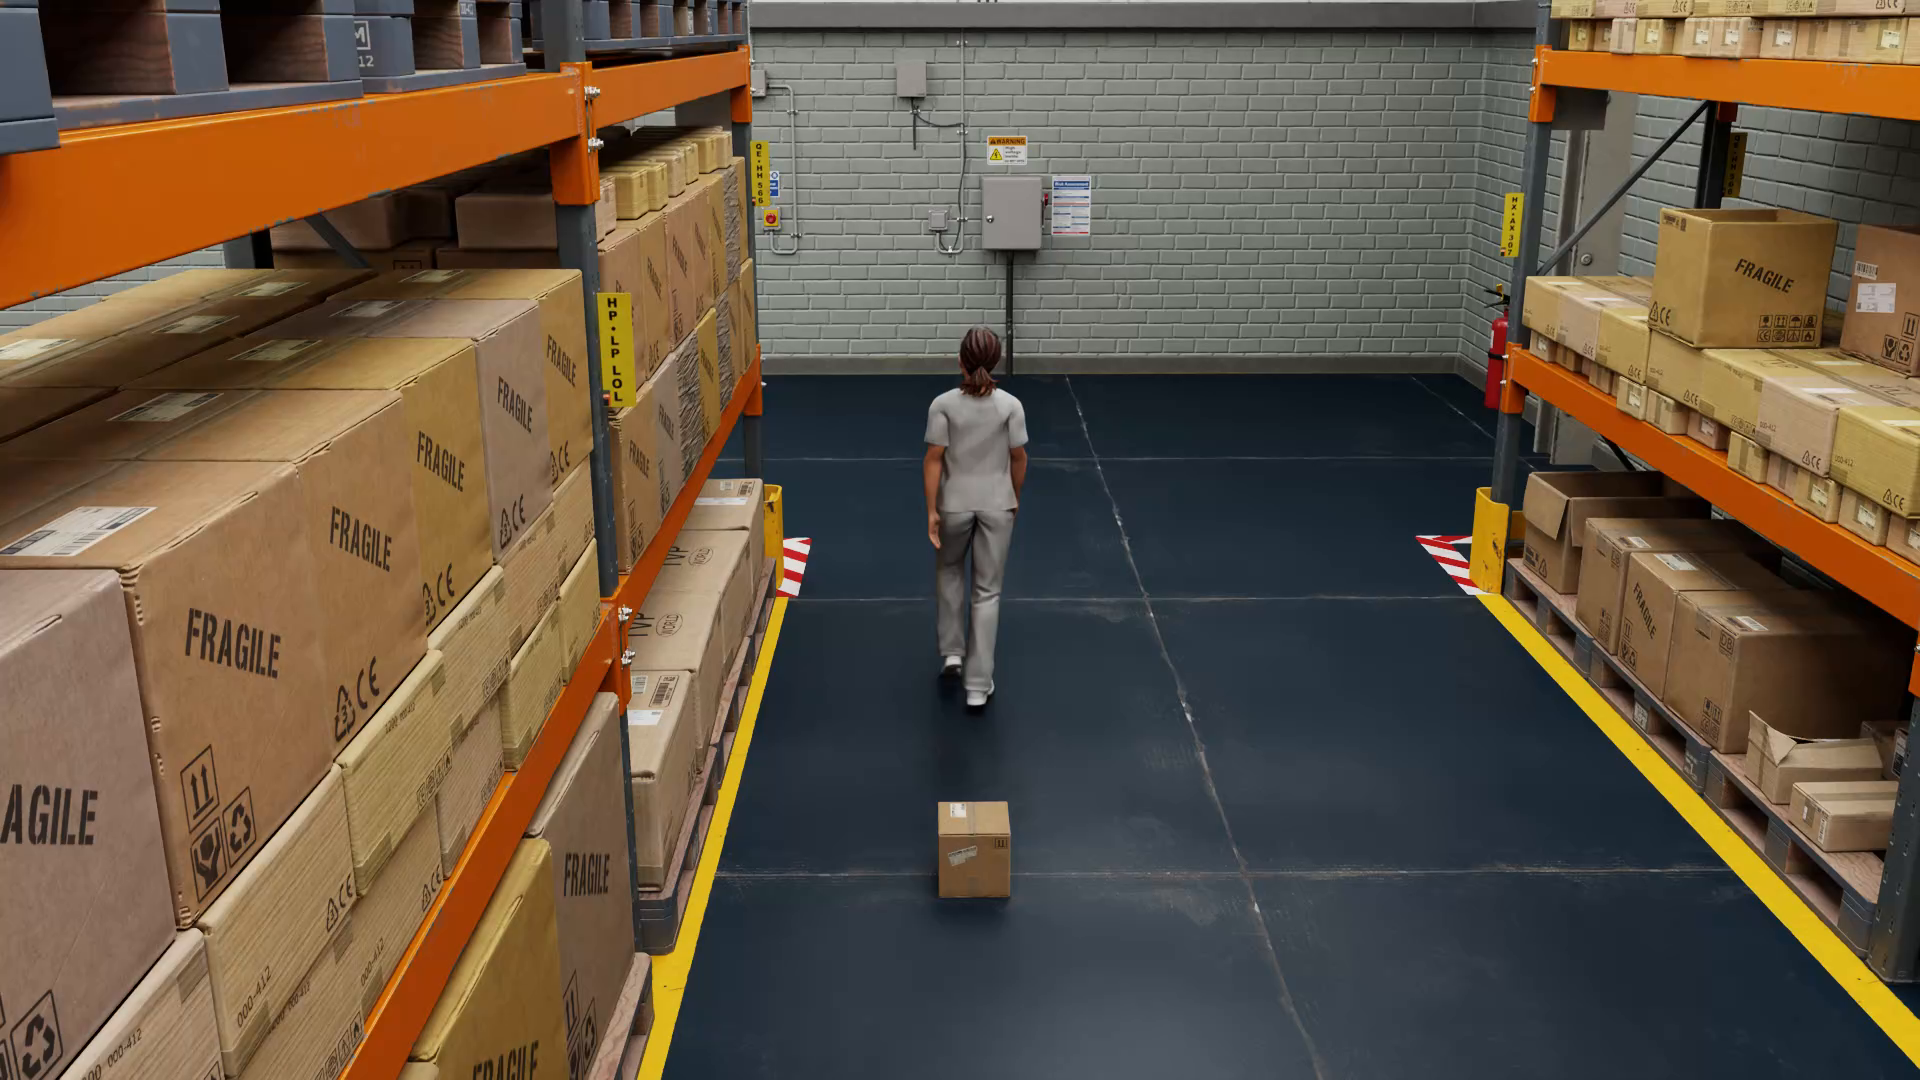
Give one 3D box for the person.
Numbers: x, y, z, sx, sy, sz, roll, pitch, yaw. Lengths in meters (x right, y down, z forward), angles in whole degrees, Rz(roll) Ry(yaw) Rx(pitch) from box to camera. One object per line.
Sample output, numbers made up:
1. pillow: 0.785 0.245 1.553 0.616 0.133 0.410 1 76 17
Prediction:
1. person: 0.072 -0.096 7.401 0.456 1.721 0.624 1 17 2
